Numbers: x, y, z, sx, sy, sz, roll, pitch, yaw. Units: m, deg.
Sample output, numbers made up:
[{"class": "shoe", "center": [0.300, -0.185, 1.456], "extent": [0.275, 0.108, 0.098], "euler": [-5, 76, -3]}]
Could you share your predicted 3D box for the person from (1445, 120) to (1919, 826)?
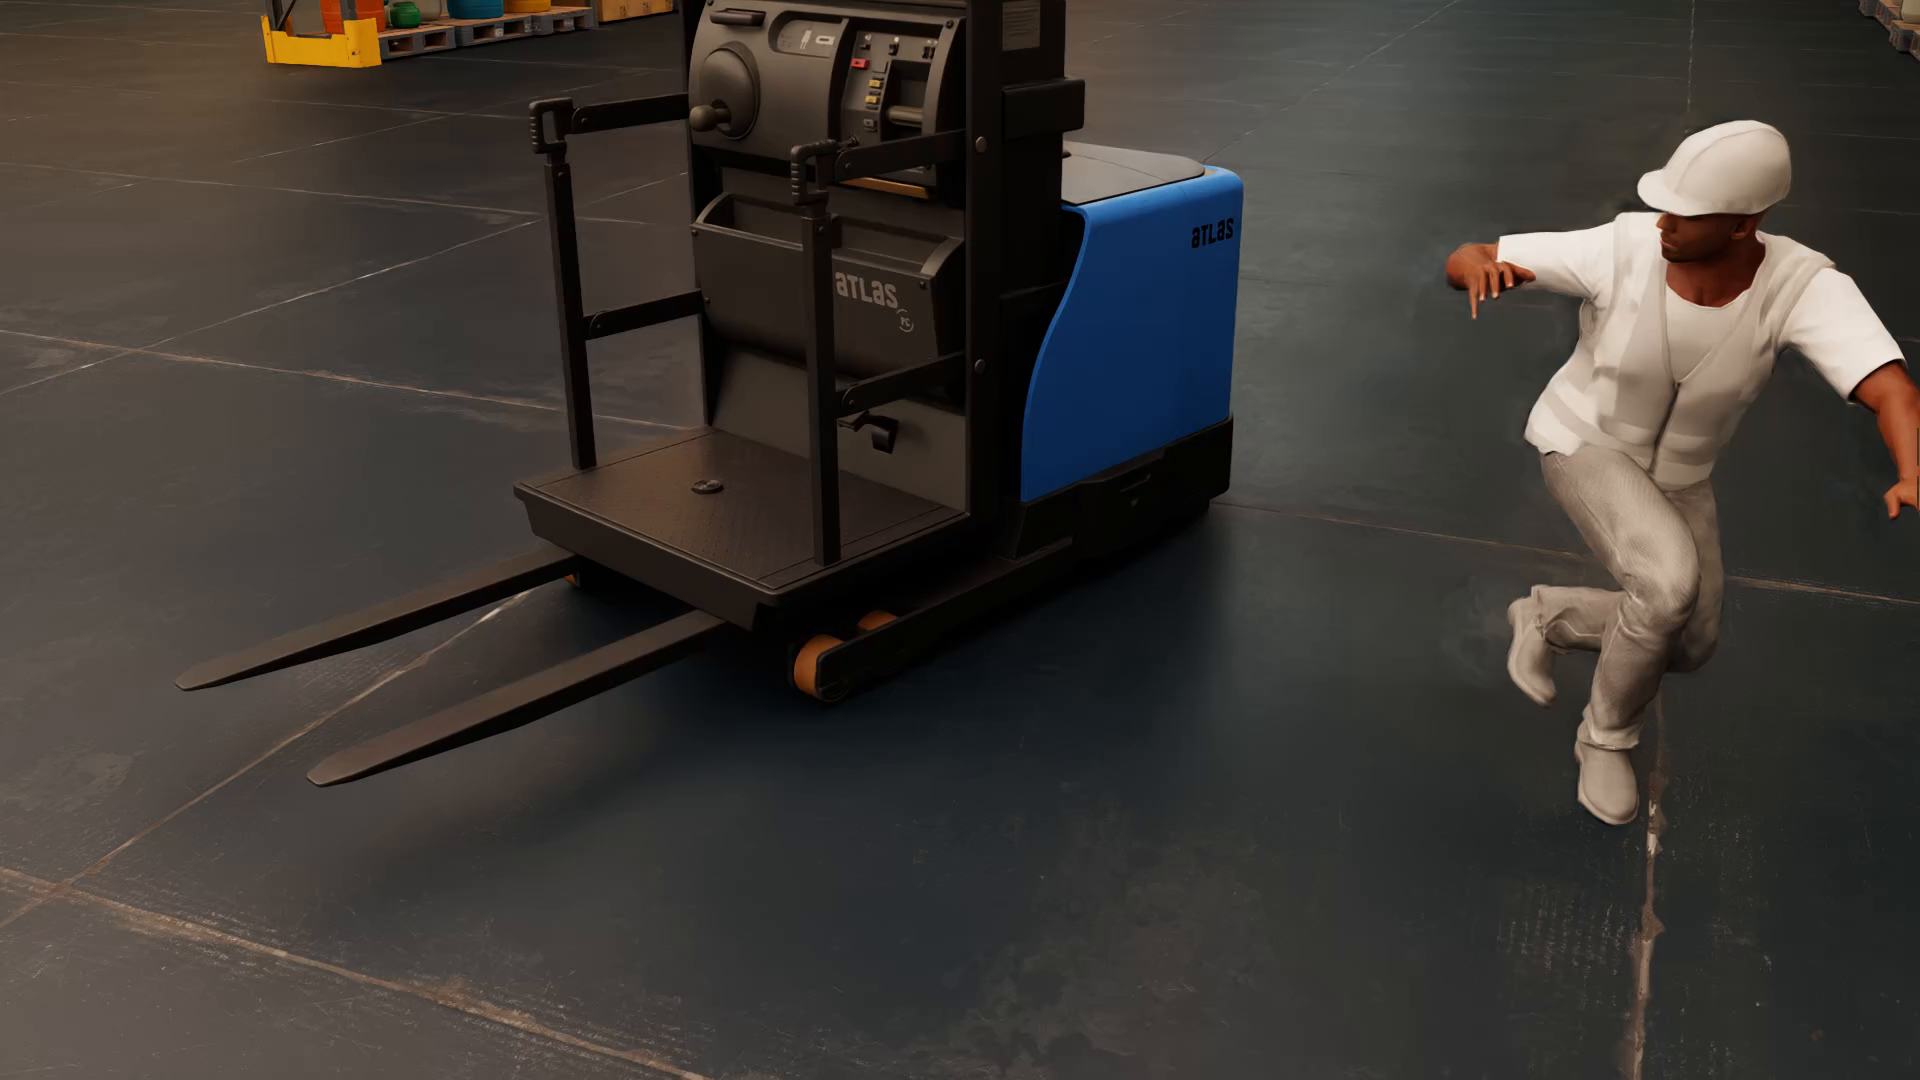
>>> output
[{"class": "person", "center": [1.445, -0.112, 3.456], "extent": [0.850, 1.480, 1.103], "euler": [-2, 23, -5]}]

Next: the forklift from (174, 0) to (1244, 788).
[{"class": "forklift", "center": [-0.506, -1.170, 4.092], "extent": [1.130, 2.935, 3.031], "euler": [20, 30, 39]}]
